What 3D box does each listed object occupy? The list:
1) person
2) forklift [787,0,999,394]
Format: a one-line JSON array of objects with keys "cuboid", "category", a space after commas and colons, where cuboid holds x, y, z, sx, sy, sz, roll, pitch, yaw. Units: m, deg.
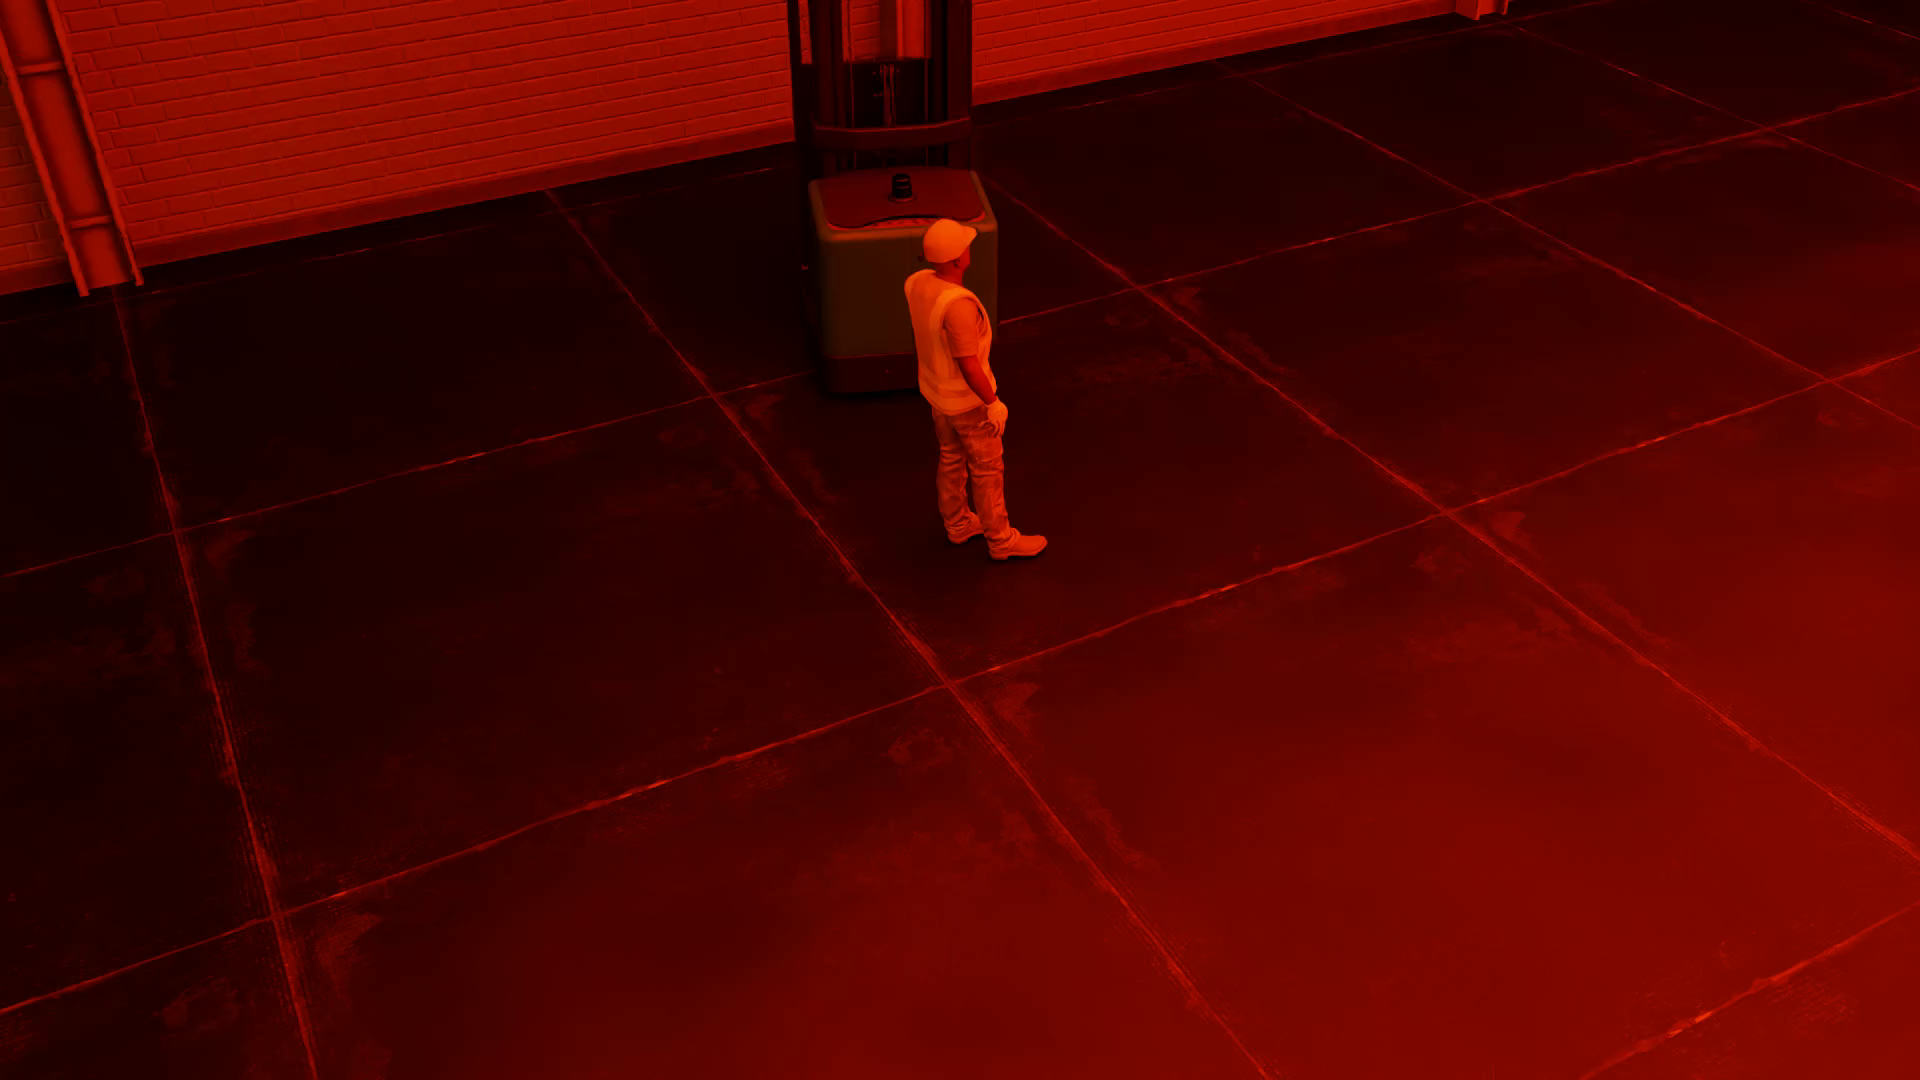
[{"cuboid": [0.068, -0.750, 8.165, 0.575, 1.785, 0.657, -17, 39, -23], "category": "person"}, {"cuboid": [-0.510, -2.897, 10.221, 1.130, 2.935, 3.031, -5, 36, -7], "category": "forklift"}]
